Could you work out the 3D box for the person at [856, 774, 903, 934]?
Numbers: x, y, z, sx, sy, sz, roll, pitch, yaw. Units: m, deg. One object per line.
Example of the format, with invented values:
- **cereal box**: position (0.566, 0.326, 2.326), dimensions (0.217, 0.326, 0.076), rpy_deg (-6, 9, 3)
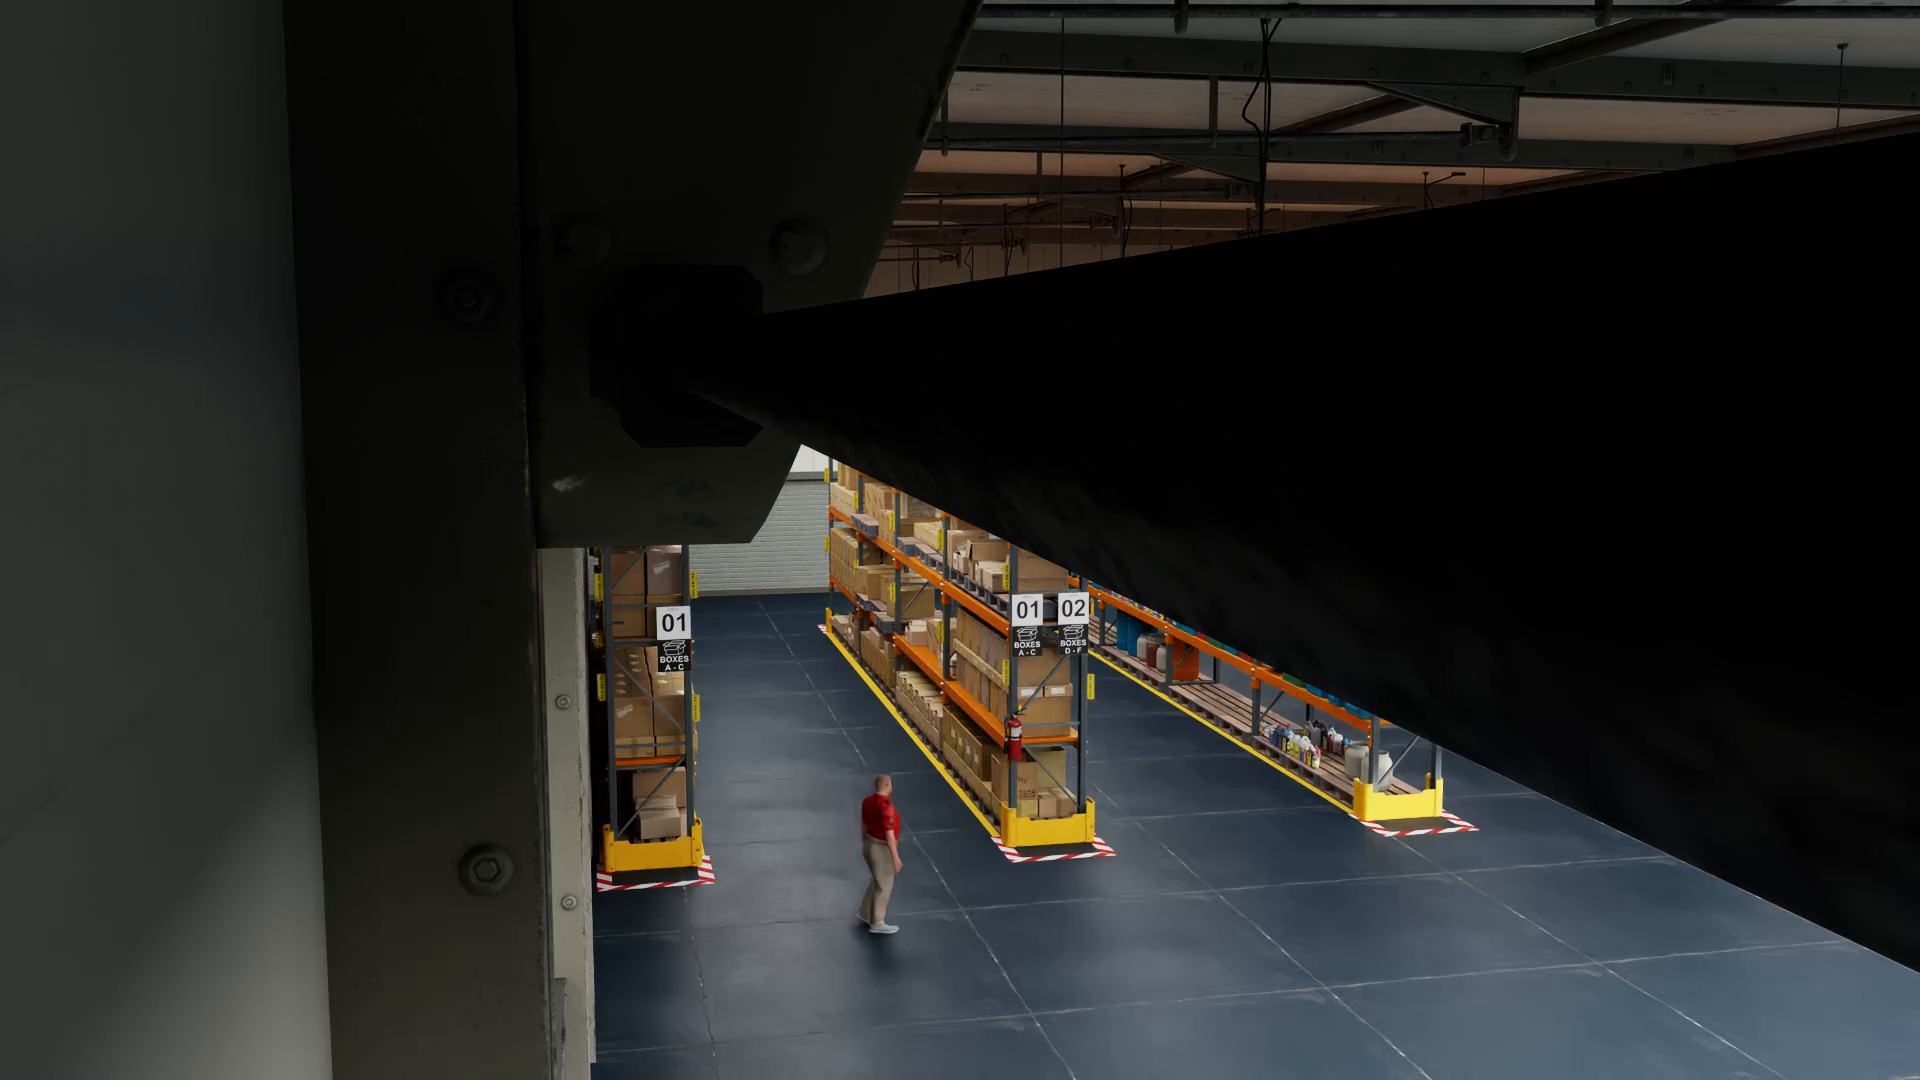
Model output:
- **person**: position (-0.851, 3.384, 17.895), dimensions (0.384, 1.760, 0.624), rpy_deg (-3, 8, -27)
